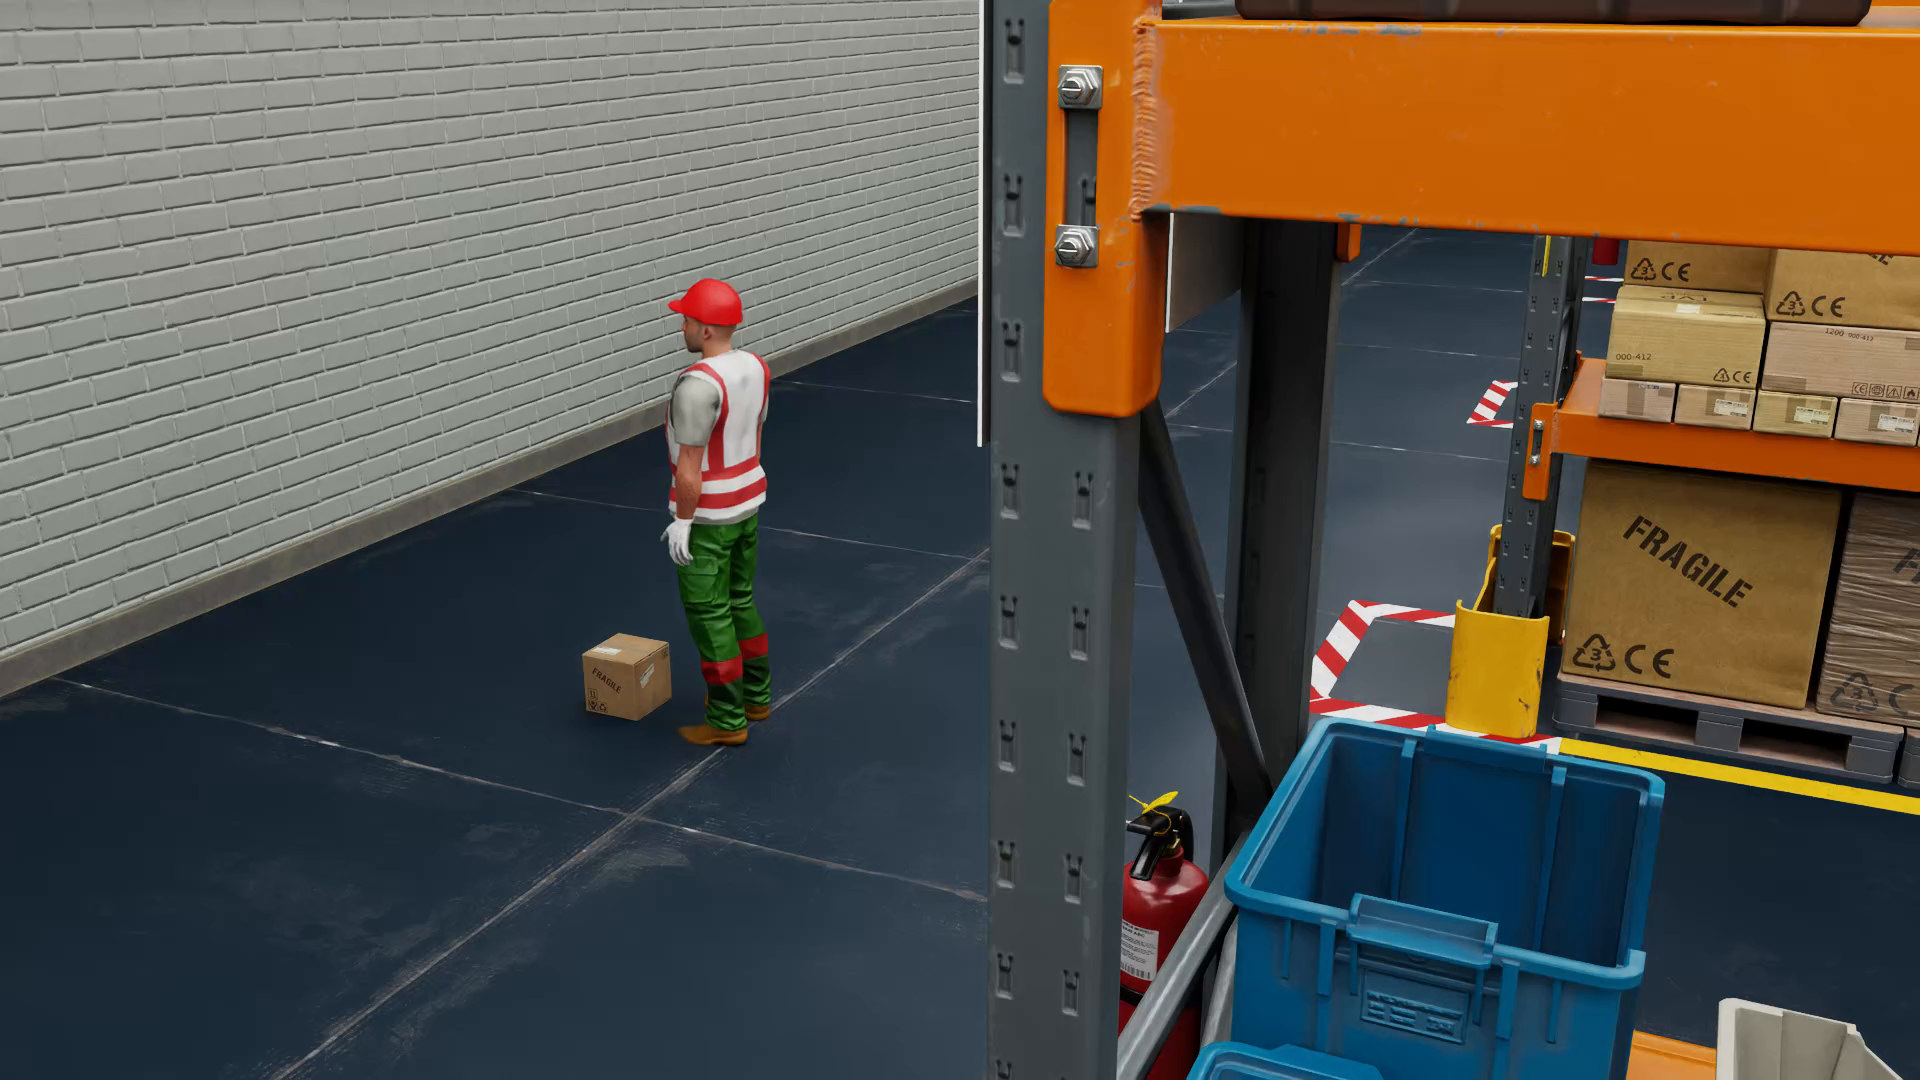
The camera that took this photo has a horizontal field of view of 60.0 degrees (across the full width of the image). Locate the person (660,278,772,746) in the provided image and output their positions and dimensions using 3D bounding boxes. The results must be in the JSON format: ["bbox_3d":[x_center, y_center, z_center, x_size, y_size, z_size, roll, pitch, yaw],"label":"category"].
[{"bbox_3d":[-0.936,-0.096,6.338,0.361,1.810,0.525,9,21,24],"label":"person"}]
